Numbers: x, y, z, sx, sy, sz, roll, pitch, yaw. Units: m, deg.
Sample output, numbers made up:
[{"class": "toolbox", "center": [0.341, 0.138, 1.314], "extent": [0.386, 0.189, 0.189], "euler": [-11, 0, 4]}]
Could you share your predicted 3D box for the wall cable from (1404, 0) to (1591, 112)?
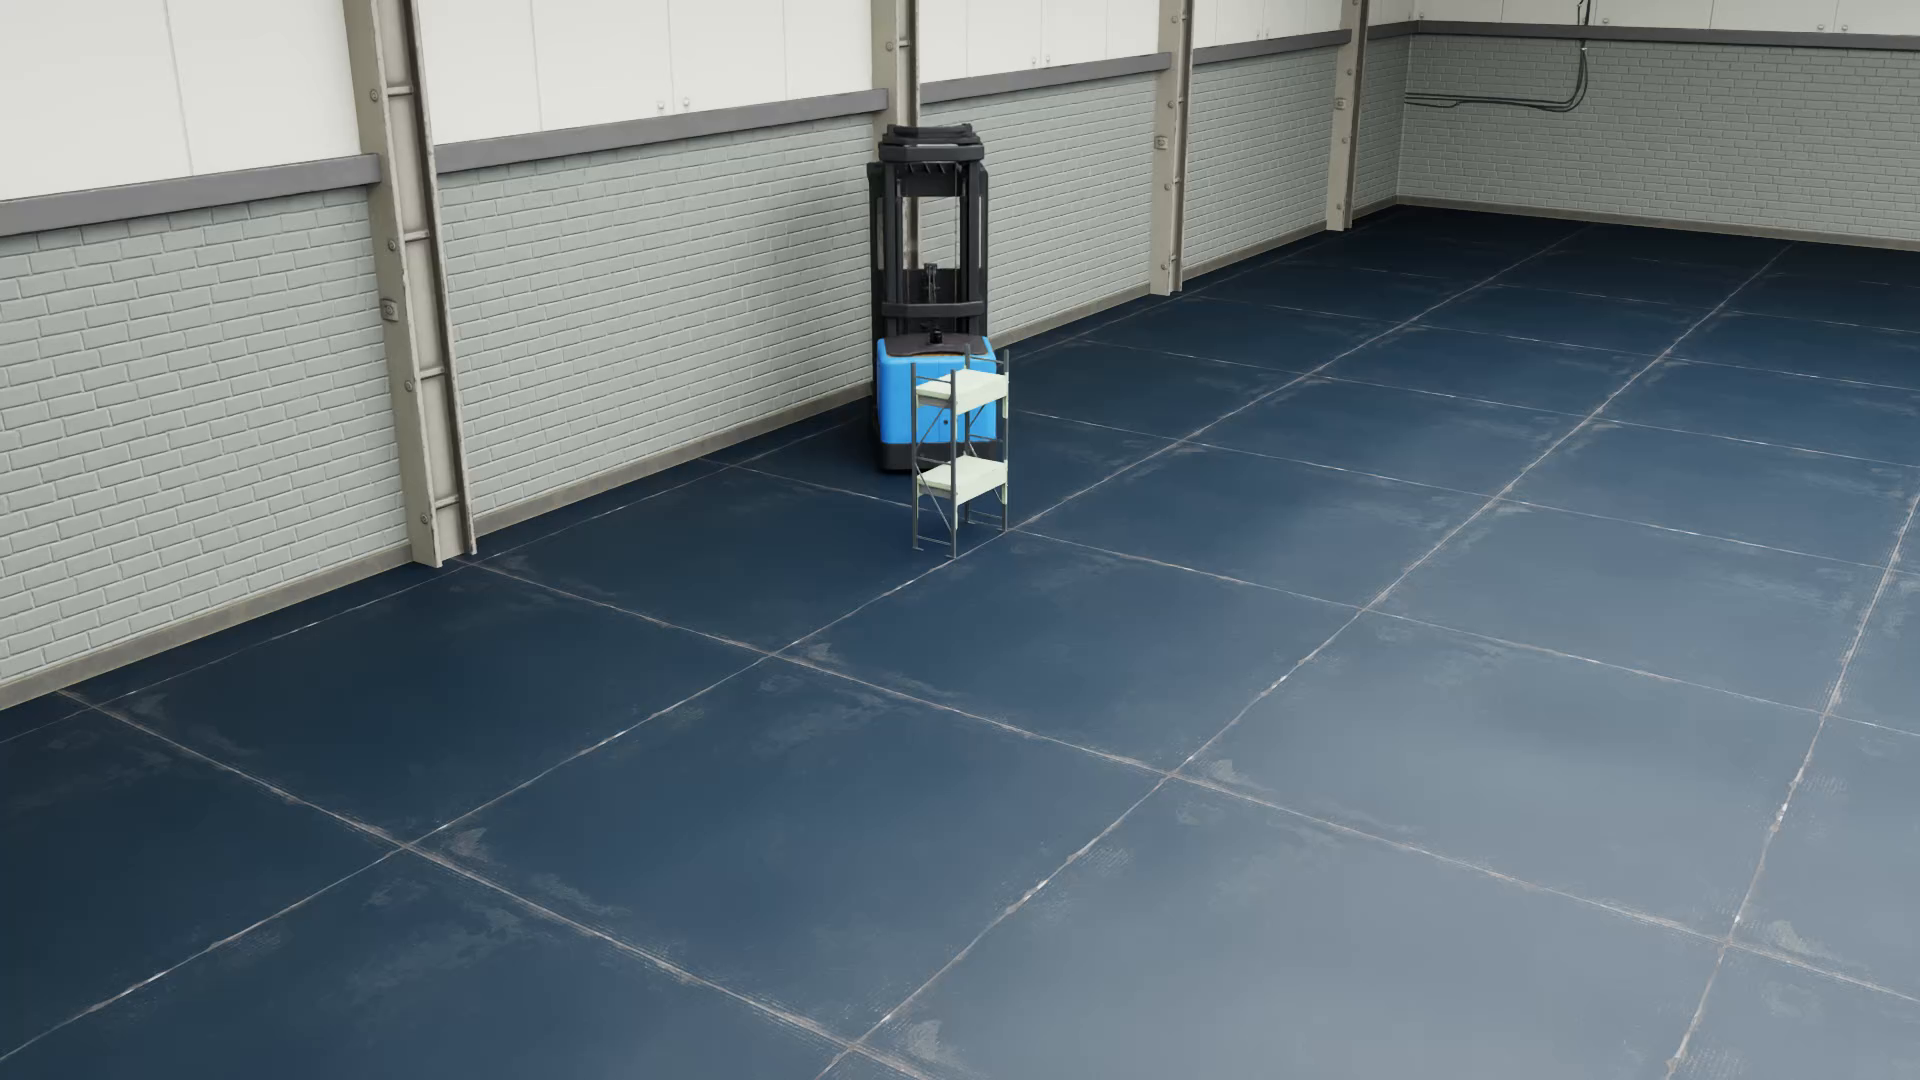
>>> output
[{"class": "wall cable", "center": [8.860, -8.390, 27.451], "extent": [3.097, 2.526, 0.112], "euler": [13, 24, 32]}]

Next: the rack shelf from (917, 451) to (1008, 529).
[{"class": "rack shelf", "center": [0.004, -0.400, 13.123], "extent": [0.431, 0.370, 0.720], "euler": [13, 24, 32]}]

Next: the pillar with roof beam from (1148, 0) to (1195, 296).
[{"class": "pillar with roof beam", "center": [6.297, -6.698, 18.401], "extent": [9.100, 9.000, 0.400], "euler": [13, 24, 32]}]

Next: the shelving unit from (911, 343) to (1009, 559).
[{"class": "shelving unit", "center": [0.004, -0.705, 13.010], "extent": [0.431, 1.500, 0.755], "euler": [13, 24, 32]}]

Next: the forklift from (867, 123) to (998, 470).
[{"class": "forklift", "center": [-0.306, -2.464, 15.702], "extent": [1.130, 2.935, 3.031], "euler": [-2, 20, -4]}]

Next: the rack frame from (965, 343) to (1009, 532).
[{"class": "rack frame", "center": [0.209, -0.810, 13.294], "extent": [0.400, 1.500, 0.023], "euler": [13, 24, 32]}]

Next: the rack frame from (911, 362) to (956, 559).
[{"class": "rack frame", "center": [-0.202, -0.600, 12.726], "extent": [0.400, 1.500, 0.023], "euler": [13, 24, 32]}]

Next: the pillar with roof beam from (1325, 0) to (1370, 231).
[{"class": "pillar with roof beam", "center": [9.670, -8.419, 23.055], "extent": [9.100, 9.000, 0.400], "euler": [13, 24, 32]}]

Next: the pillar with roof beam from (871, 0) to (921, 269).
[{"class": "pillar with roof beam", "center": [2.925, -4.976, 13.747], "extent": [9.100, 9.000, 0.400], "euler": [13, 24, 32]}]

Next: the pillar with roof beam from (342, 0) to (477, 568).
[{"class": "pillar with roof beam", "center": [-0.448, -3.255, 9.093], "extent": [9.100, 9.000, 0.400], "euler": [13, 24, 32]}]

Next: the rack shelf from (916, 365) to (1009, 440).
[{"class": "rack shelf", "center": [0.004, -1.071, 12.875], "extent": [0.431, 0.370, 0.720], "euler": [13, 24, 32]}]
